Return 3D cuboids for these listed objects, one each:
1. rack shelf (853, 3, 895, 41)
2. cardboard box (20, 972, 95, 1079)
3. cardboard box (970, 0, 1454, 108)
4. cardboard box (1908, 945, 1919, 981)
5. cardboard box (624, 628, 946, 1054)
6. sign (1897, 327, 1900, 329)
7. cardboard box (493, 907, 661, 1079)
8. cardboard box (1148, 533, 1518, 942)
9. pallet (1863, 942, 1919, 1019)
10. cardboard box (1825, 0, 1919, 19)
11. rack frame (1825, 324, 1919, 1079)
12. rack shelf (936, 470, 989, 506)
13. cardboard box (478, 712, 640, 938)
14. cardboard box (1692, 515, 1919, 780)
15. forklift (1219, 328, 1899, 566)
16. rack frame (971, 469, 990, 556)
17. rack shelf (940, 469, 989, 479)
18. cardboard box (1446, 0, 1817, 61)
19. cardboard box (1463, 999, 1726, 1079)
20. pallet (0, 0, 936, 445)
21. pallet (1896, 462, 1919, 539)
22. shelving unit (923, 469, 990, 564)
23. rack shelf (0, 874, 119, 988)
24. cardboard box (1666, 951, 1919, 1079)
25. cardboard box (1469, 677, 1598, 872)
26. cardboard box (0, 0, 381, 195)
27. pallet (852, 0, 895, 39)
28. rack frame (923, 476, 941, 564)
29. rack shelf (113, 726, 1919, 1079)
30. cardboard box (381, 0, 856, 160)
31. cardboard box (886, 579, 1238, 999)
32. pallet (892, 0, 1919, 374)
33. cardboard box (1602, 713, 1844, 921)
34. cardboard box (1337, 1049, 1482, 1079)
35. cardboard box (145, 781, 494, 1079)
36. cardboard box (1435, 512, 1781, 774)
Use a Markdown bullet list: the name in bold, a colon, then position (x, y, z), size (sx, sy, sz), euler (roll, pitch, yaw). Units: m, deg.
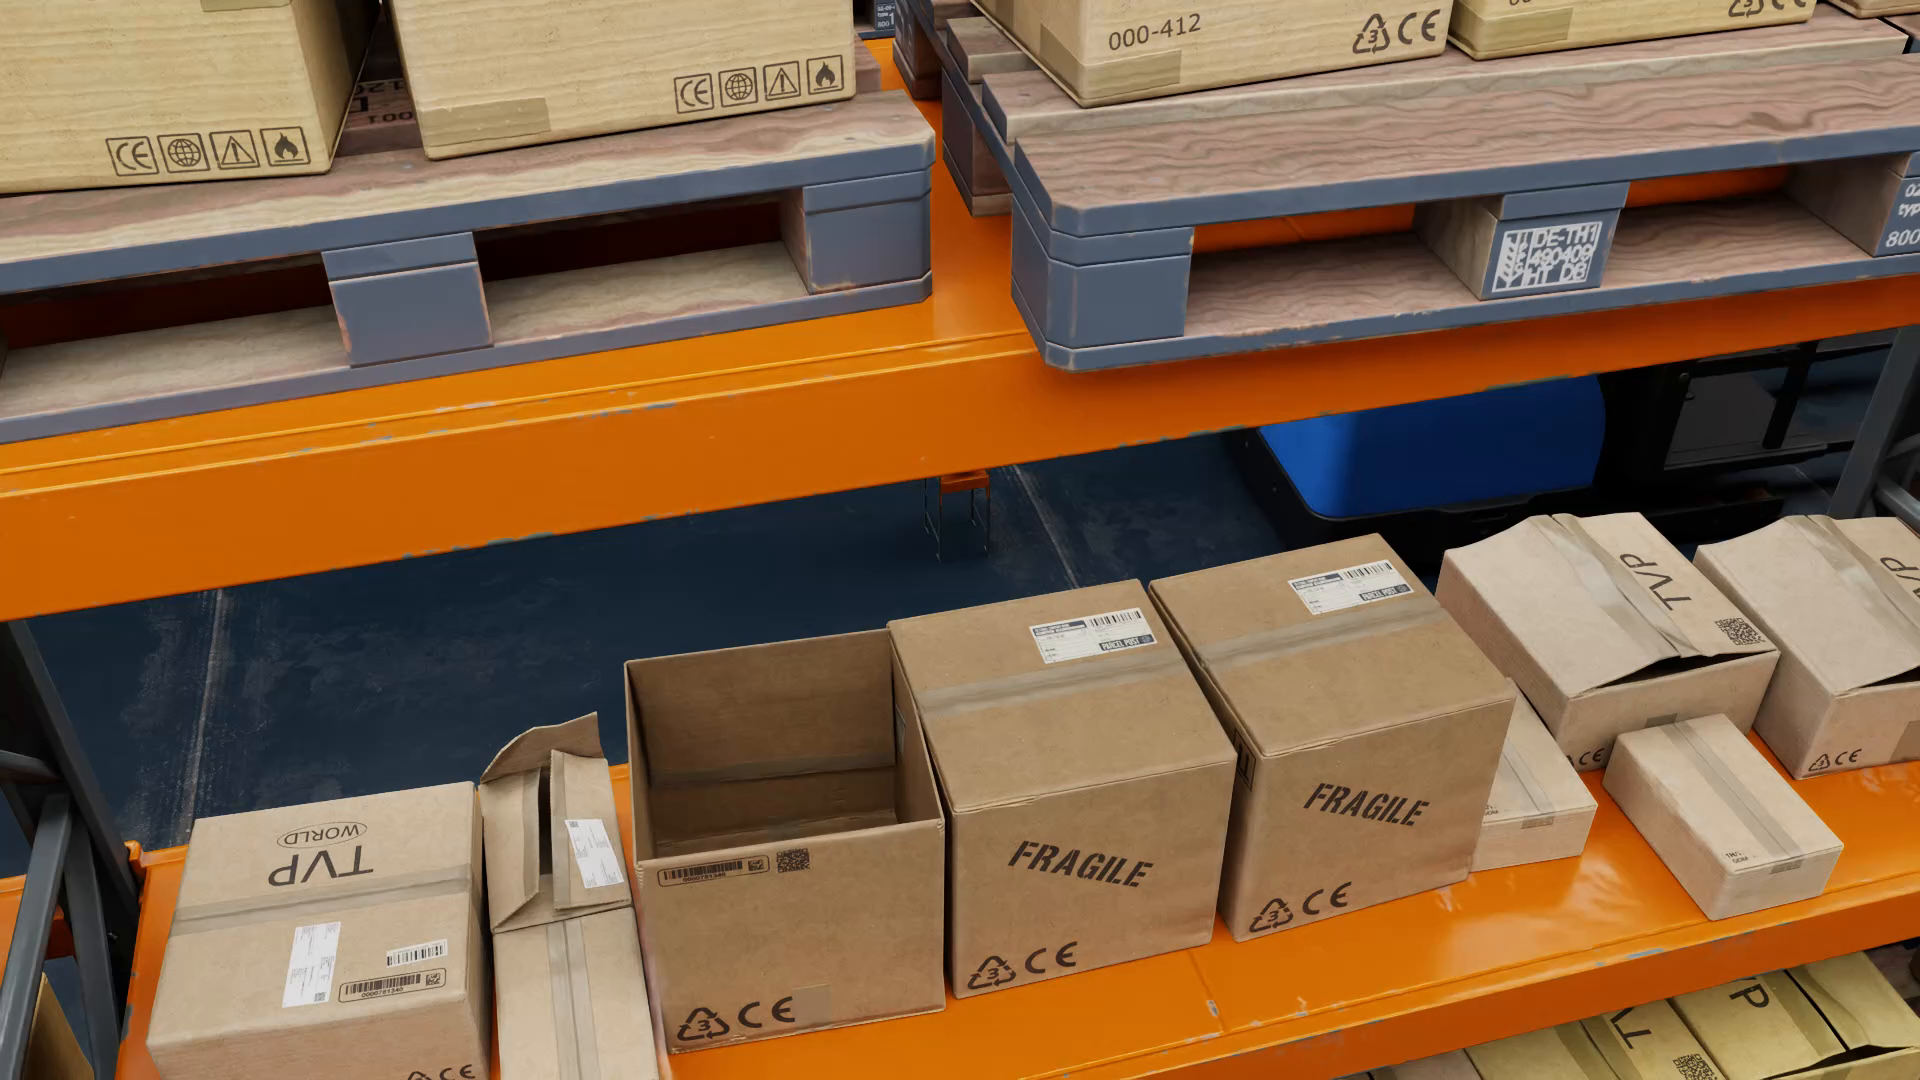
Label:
- **rack shelf**: position (-0.935, -2.168, 7.208), size (4.000, 0.370, 1.077), euler (-9, 38, -12)
- **cardboard box**: position (-2.100, 1.285, 3.401), size (0.500, 0.500, 0.500), euler (-9, 38, -12)
- **cardboard box**: position (0.291, -0.797, 2.133), size (0.500, 0.250, 0.500), euler (-12, 39, -16)
- **cardboard box**: position (2.805, 1.048, 4.106), size (0.500, 0.500, 0.500), euler (-8, 38, -10)
- **cardboard box**: position (-0.316, 0.533, 3.002), size (0.500, 0.500, 0.500), euler (-7, 38, -9)
- **sign**: position (2.141, -0.611, 3.692), size (0.005, 0.325, 0.100), euler (-9, 38, -12)
- **cardboard box**: position (-0.662, 0.847, 2.880), size (0.250, 0.149, 0.380), euler (-9, 38, -12)
- **cardboard box**: position (0.676, 0.370, 3.215), size (0.500, 0.500, 0.500), euler (-11, 39, -14)
- **pallet**: position (3.022, 1.146, 4.578), size (1.213, 0.211, 1.003), euler (-9, 38, -12)
- **cardboard box**: position (1.367, -0.966, 2.353), size (0.500, 0.250, 0.500), euler (-8, 38, -11)
- **rack frame**: position (2.291, 0.134, 3.605), size (0.127, 3.000, 1.000), euler (-9, 38, -12)
- **rack shelf**: position (-0.014, -0.248, 6.055), size (0.180, 0.103, 0.258), euler (-9, 38, -12)
- **cardboard box**: position (-0.770, 0.574, 3.141), size (0.258, 0.266, 0.396), euler (-10, 39, -13)
- **cardboard box**: position (1.929, 0.202, 3.591), size (0.500, 0.311, 0.500), euler (-7, 38, -9)
- **forklift**: position (2.614, -1.478, 5.770), size (3.031, 2.935, 1.130), euler (-8, 38, -10)
- **rack frame**: position (0.074, -0.489, 5.901), size (0.006, 1.200, 0.240), euler (-9, 38, -12)
- **rack shelf**: position (-0.014, -0.344, 5.982), size (0.180, 0.103, 0.258), euler (-9, 38, -12)
- **cardboard box**: position (0.811, -0.882, 2.243), size (0.500, 0.250, 0.500), euler (-10, 39, -13)
- **cardboard box**: position (1.350, 1.151, 3.733), size (0.500, 0.311, 0.500), euler (-10, 39, -13)
- **pallet**: position (-0.722, -0.495, 2.116), size (1.217, 0.209, 0.805), euler (-11, 39, -14)
- **pallet**: position (2.927, 0.062, 3.858), size (1.003, 0.211, 1.213), euler (-9, 38, -12)
- **shelving unit**: position (-0.014, -0.474, 5.882), size (0.189, 1.200, 0.258), euler (-9, 38, -12)
- **rack shelf**: position (-3.501, 1.371, 2.582), size (4.000, 0.370, 1.077), euler (-9, 38, -12)
- **cardboard box**: position (1.850, 1.064, 3.846), size (0.500, 0.311, 0.500), euler (-8, 38, -11)
- **cardboard box**: position (1.075, 0.469, 3.374), size (0.250, 0.149, 0.380), euler (-7, 38, -9)
- **cardboard box**: position (-0.973, -0.623, 1.904), size (0.500, 0.250, 0.500), euler (-6, 38, -7)
- **pallet**: position (-0.904, -2.357, 7.020), size (1.213, 0.211, 1.003), euler (-9, 38, -12)
- **rack frame**: position (-0.102, -0.460, 5.863), size (0.006, 1.200, 0.240), euler (-9, 38, -12)
- **rack shelf**: position (0.360, 0.737, 3.410), size (4.000, 0.370, 1.077), euler (-9, 38, -12)
- **cardboard box**: position (-0.444, -0.711, 2.020), size (0.500, 0.250, 0.500), euler (-13, 39, -16)
- **cardboard box**: position (0.167, 0.453, 3.106), size (0.500, 0.500, 0.500), euler (-9, 38, -12)
- **pallet**: position (0.580, -0.643, 2.308), size (1.213, 0.211, 1.003), euler (-8, 38, -10)
- **cardboard box**: position (1.495, 0.539, 3.284), size (0.250, 0.149, 0.380), euler (-9, 38, -12)
- **cardboard box**: position (0.862, 1.229, 3.631), size (0.500, 0.311, 0.500), euler (-10, 38, -12)
- **cardboard box**: position (-1.107, 0.724, 2.958), size (0.500, 0.250, 0.500), euler (-7, 38, -9)
- **cardboard box**: position (1.377, 0.198, 3.596), size (0.500, 0.311, 0.500), euler (-10, 38, -12)
